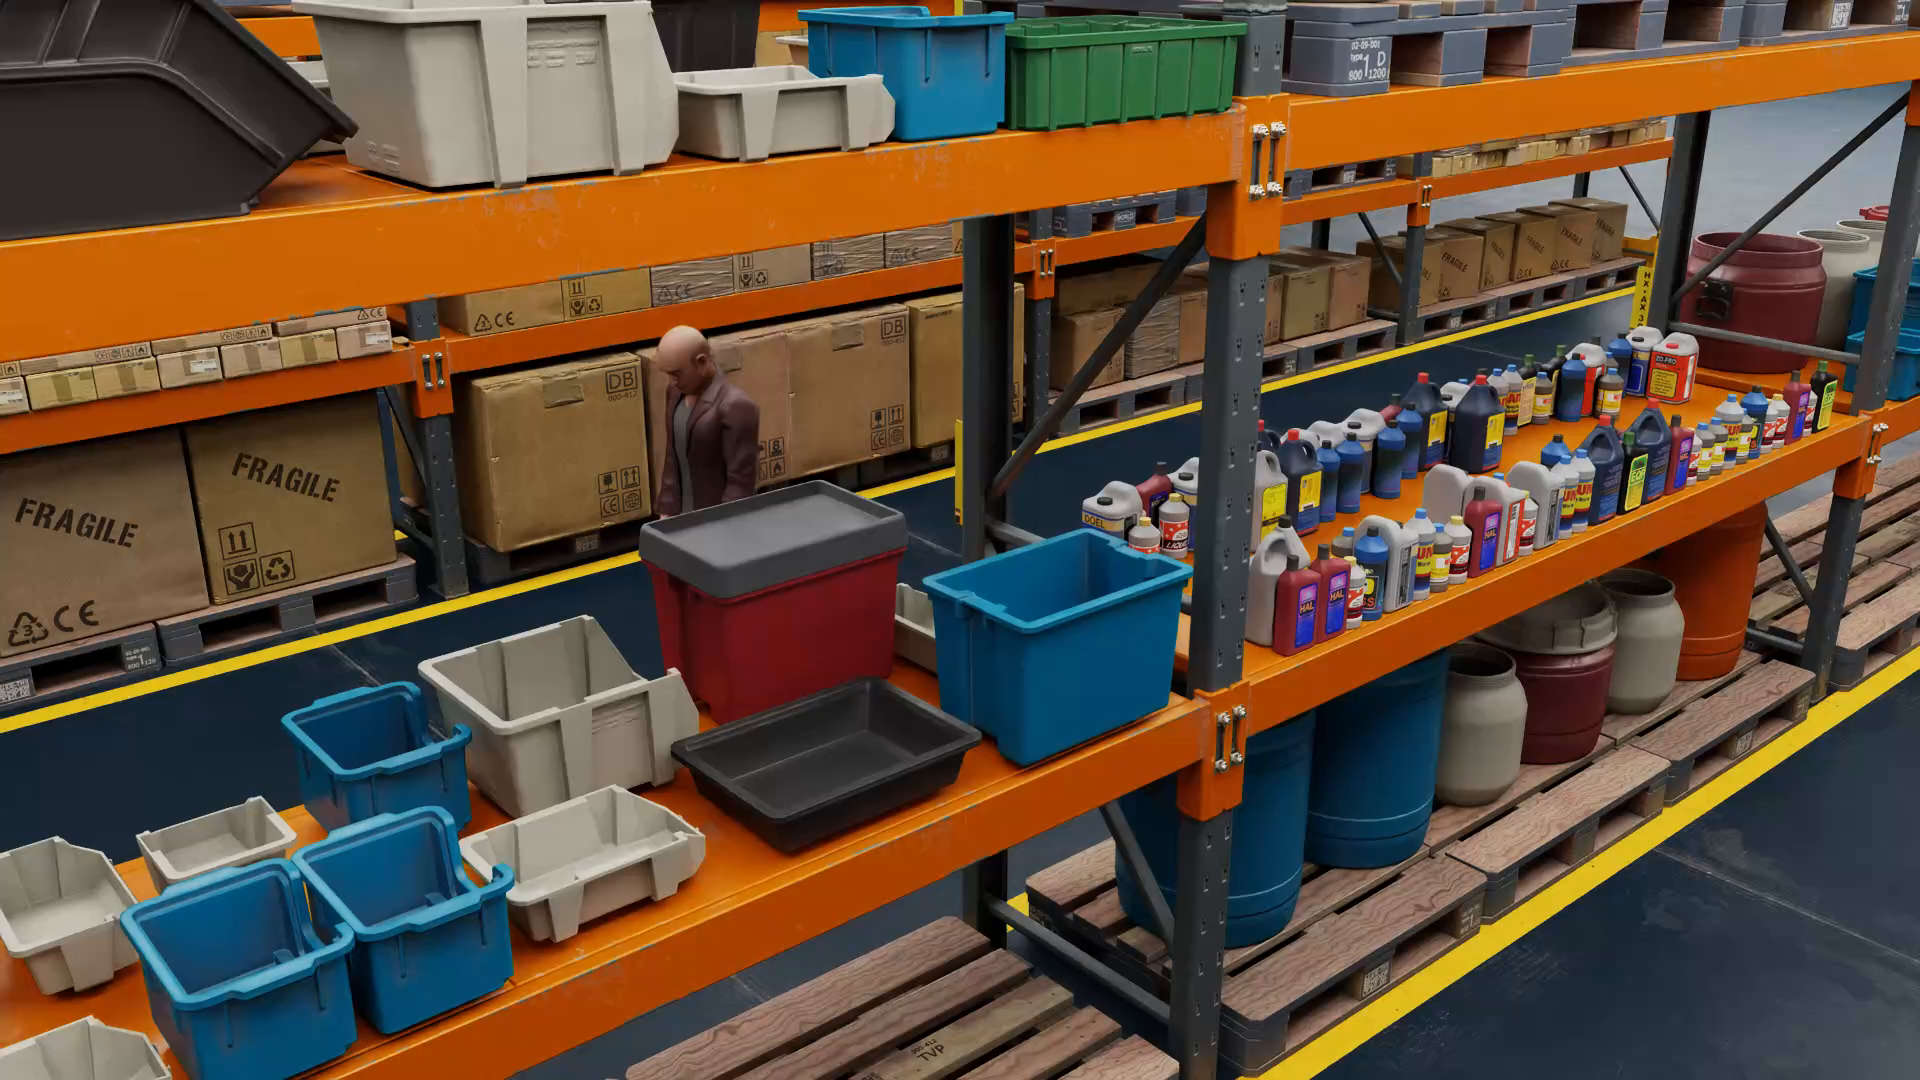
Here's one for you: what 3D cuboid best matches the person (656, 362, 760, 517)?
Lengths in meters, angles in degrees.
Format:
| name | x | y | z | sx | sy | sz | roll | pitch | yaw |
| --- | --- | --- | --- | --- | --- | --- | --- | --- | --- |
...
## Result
| name | x | y | z | sx | sy | sz | roll | pitch | yaw |
| --- | --- | --- | --- | --- | --- | --- | --- | --- | --- |
| person | -1.012 | -0.244 | 6.684 | 0.396 | 0.963 | 0.587 | -16 | 26 | -36 |
